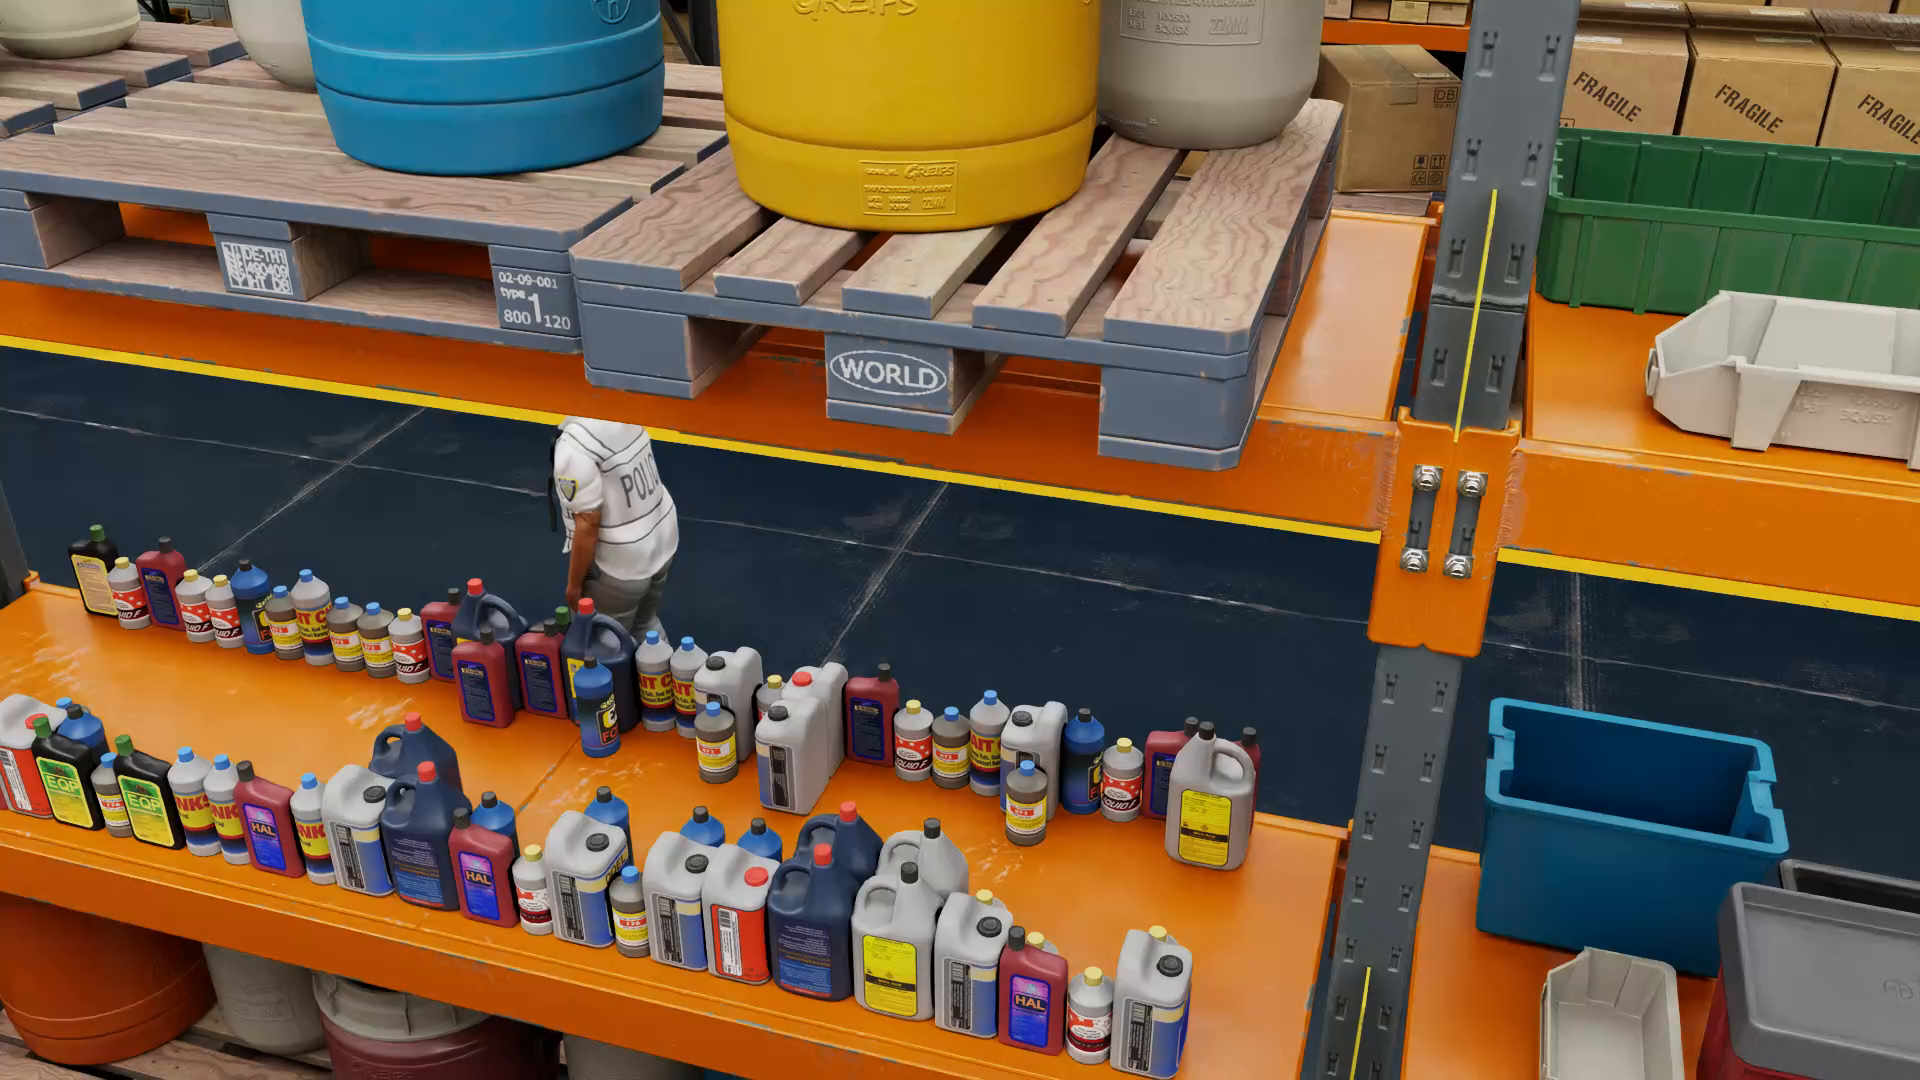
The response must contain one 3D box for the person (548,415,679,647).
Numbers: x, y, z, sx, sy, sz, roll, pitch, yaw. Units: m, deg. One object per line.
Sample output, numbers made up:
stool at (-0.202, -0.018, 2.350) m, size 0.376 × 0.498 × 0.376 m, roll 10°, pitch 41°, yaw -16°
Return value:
person at (-1.273, 0.048, 6.034) m, size 0.469 × 1.666 × 0.542 m, roll 9°, pitch 30°, yaw 15°
